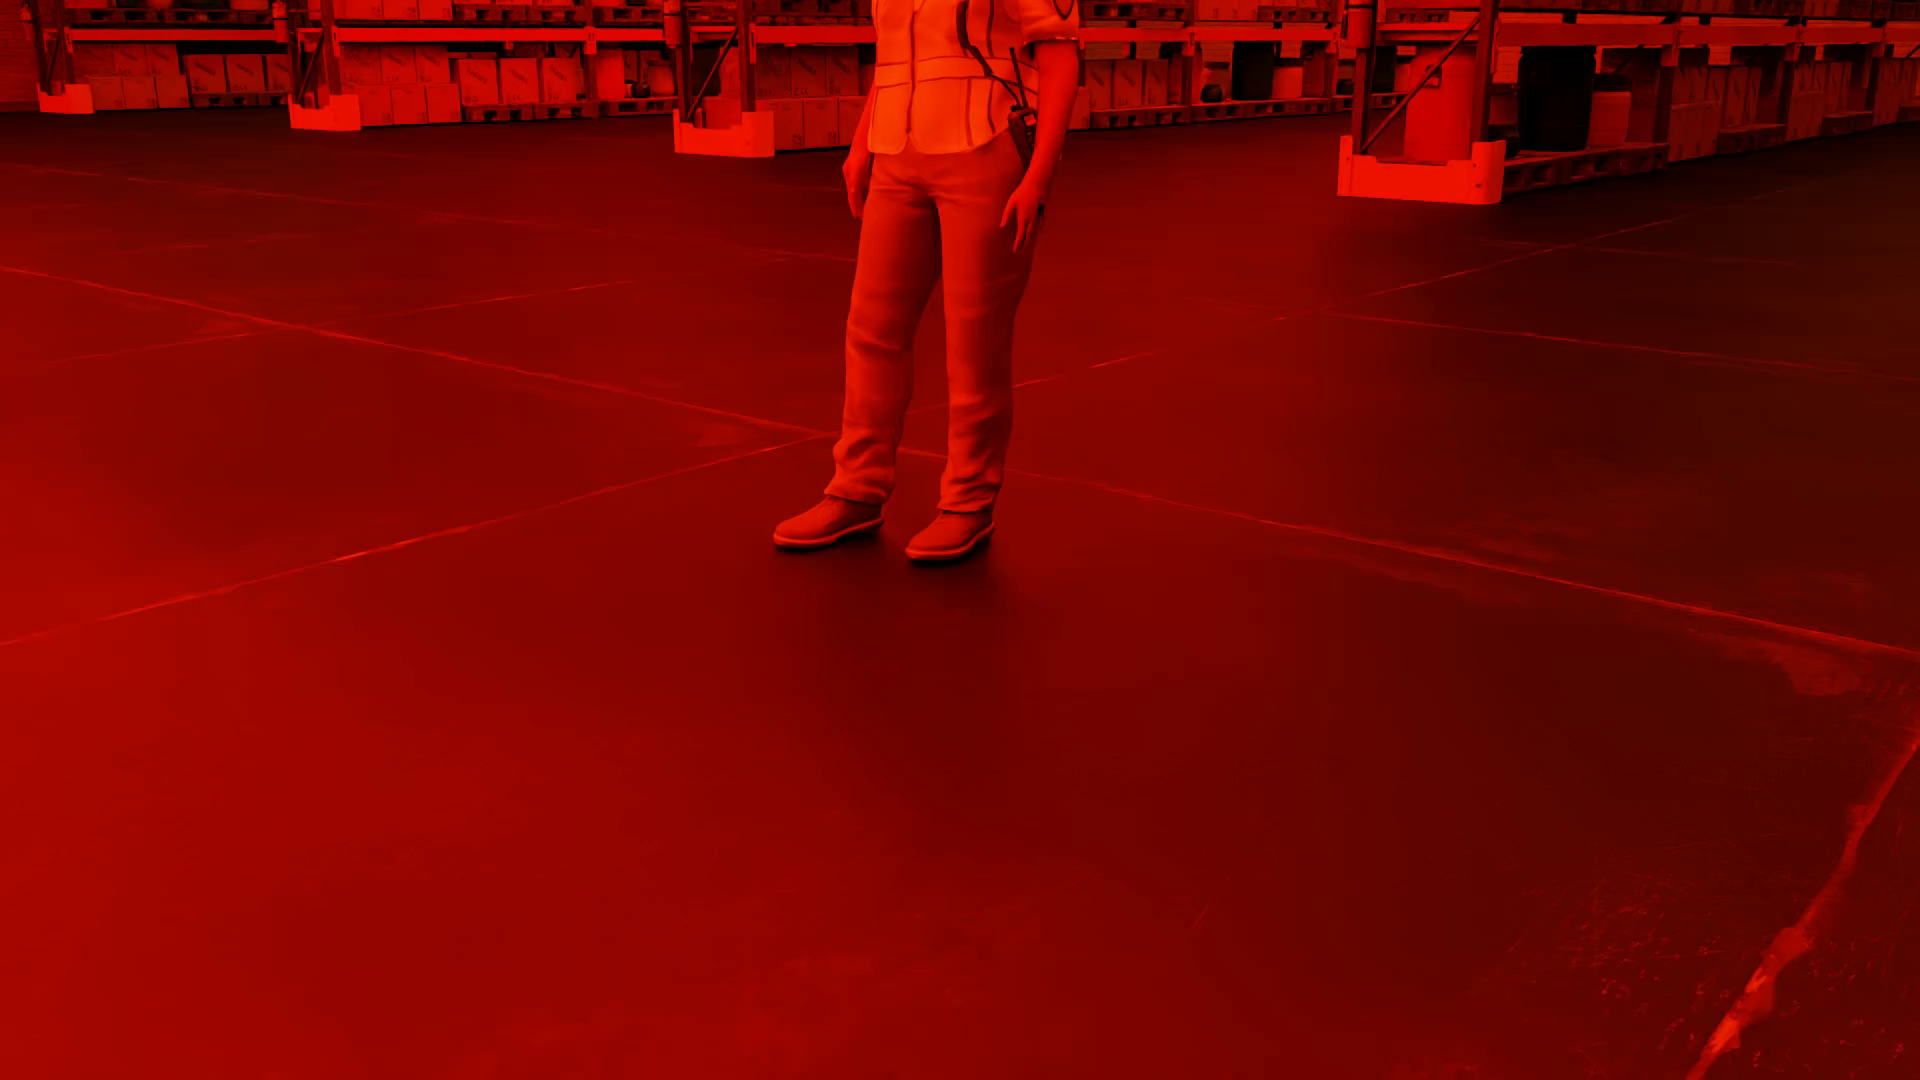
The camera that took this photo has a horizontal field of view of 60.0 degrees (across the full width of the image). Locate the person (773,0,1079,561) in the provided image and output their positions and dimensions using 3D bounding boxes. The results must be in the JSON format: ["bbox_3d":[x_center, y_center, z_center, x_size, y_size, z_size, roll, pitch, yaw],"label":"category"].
[{"bbox_3d":[-0.067,-0.791,3.655,0.598,1.670,0.529,13,21,37],"label":"person"}]
